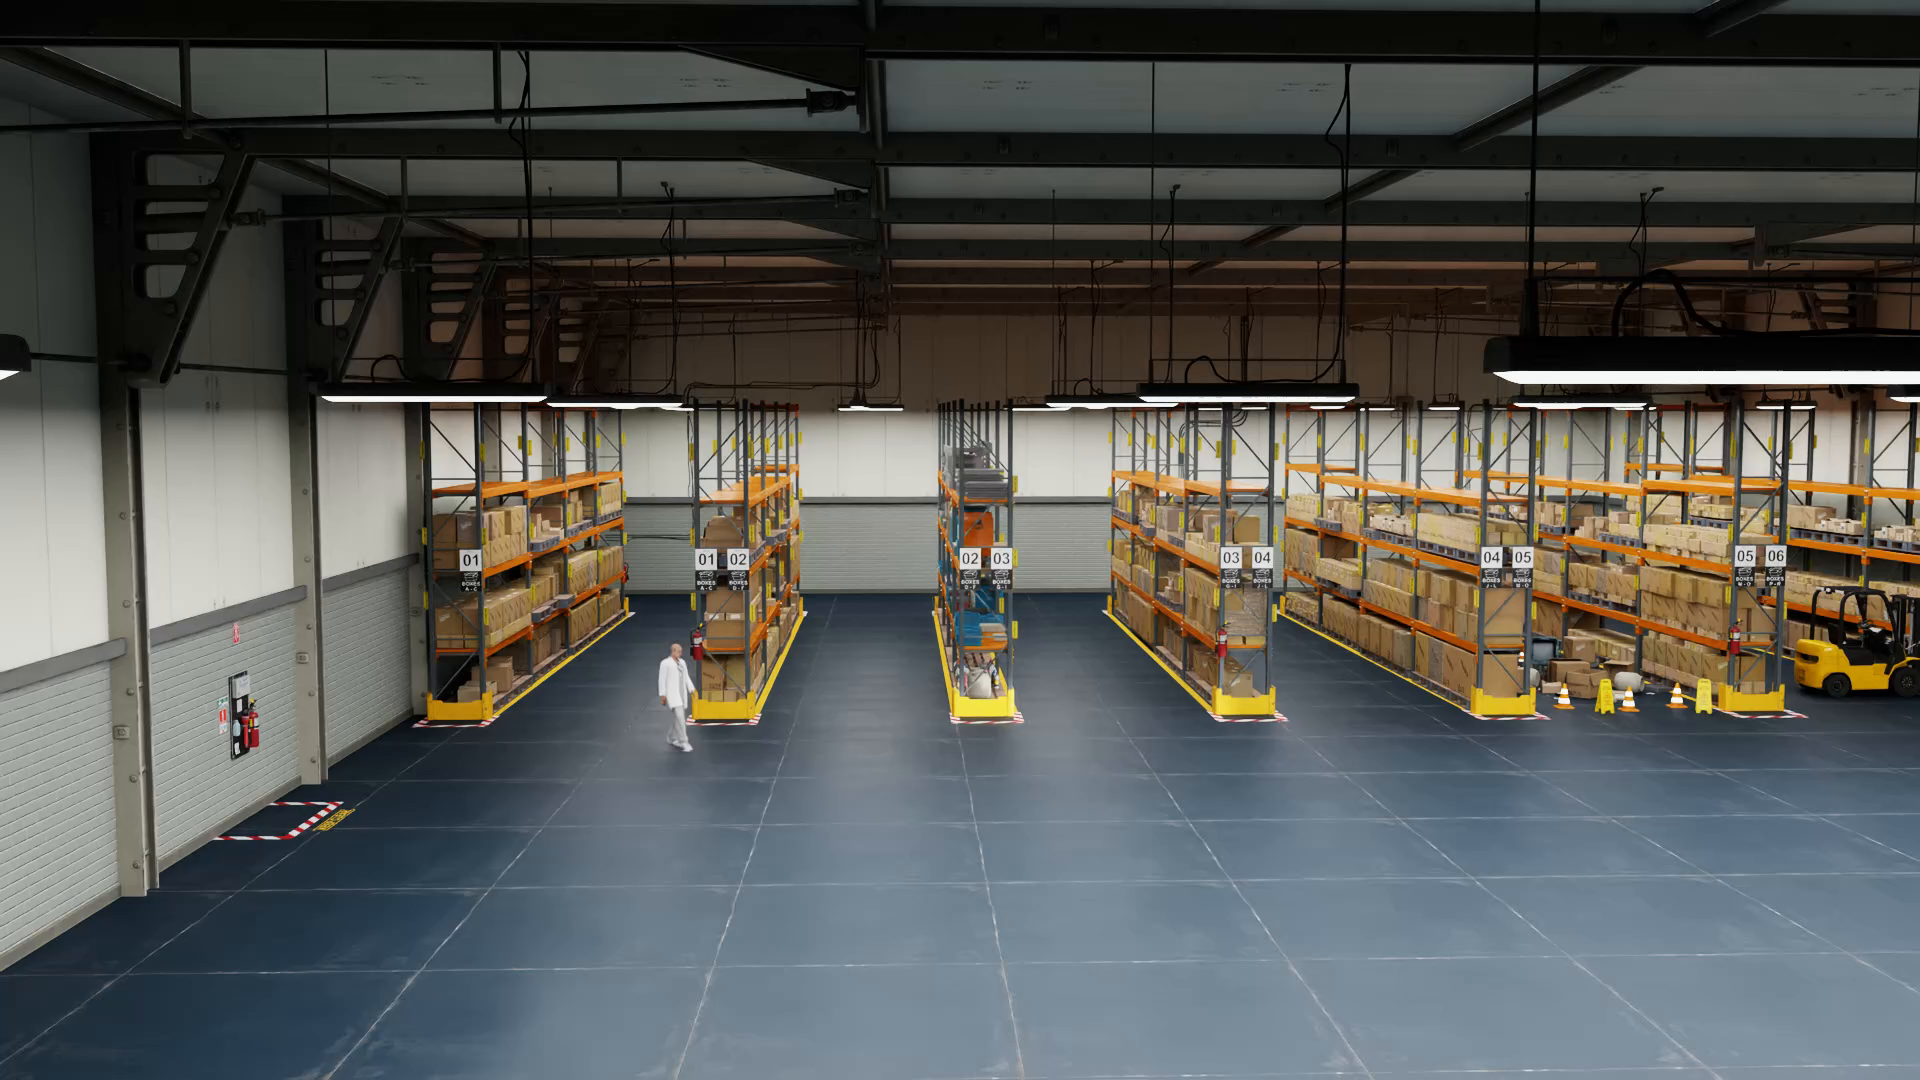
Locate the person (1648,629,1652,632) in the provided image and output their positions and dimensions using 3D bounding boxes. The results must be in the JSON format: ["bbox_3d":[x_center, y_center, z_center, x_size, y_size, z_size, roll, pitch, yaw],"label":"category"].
[{"bbox_3d":[16.979,1.843,40.330,0.477,1.678,0.419,-2,5,-22],"label":"person"}]

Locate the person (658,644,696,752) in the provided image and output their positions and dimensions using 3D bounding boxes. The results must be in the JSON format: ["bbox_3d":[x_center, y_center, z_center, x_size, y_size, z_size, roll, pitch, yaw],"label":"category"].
[{"bbox_3d":[-4.784,2.686,28.519,0.817,1.796,0.604,3,5,33],"label":"person"}]

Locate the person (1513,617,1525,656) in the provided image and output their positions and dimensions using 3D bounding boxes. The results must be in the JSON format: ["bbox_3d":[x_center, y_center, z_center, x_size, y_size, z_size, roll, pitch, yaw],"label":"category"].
[{"bbox_3d":[13.170,1.998,38.817,0.407,1.617,0.626,-1,5,-16],"label":"person"}]
